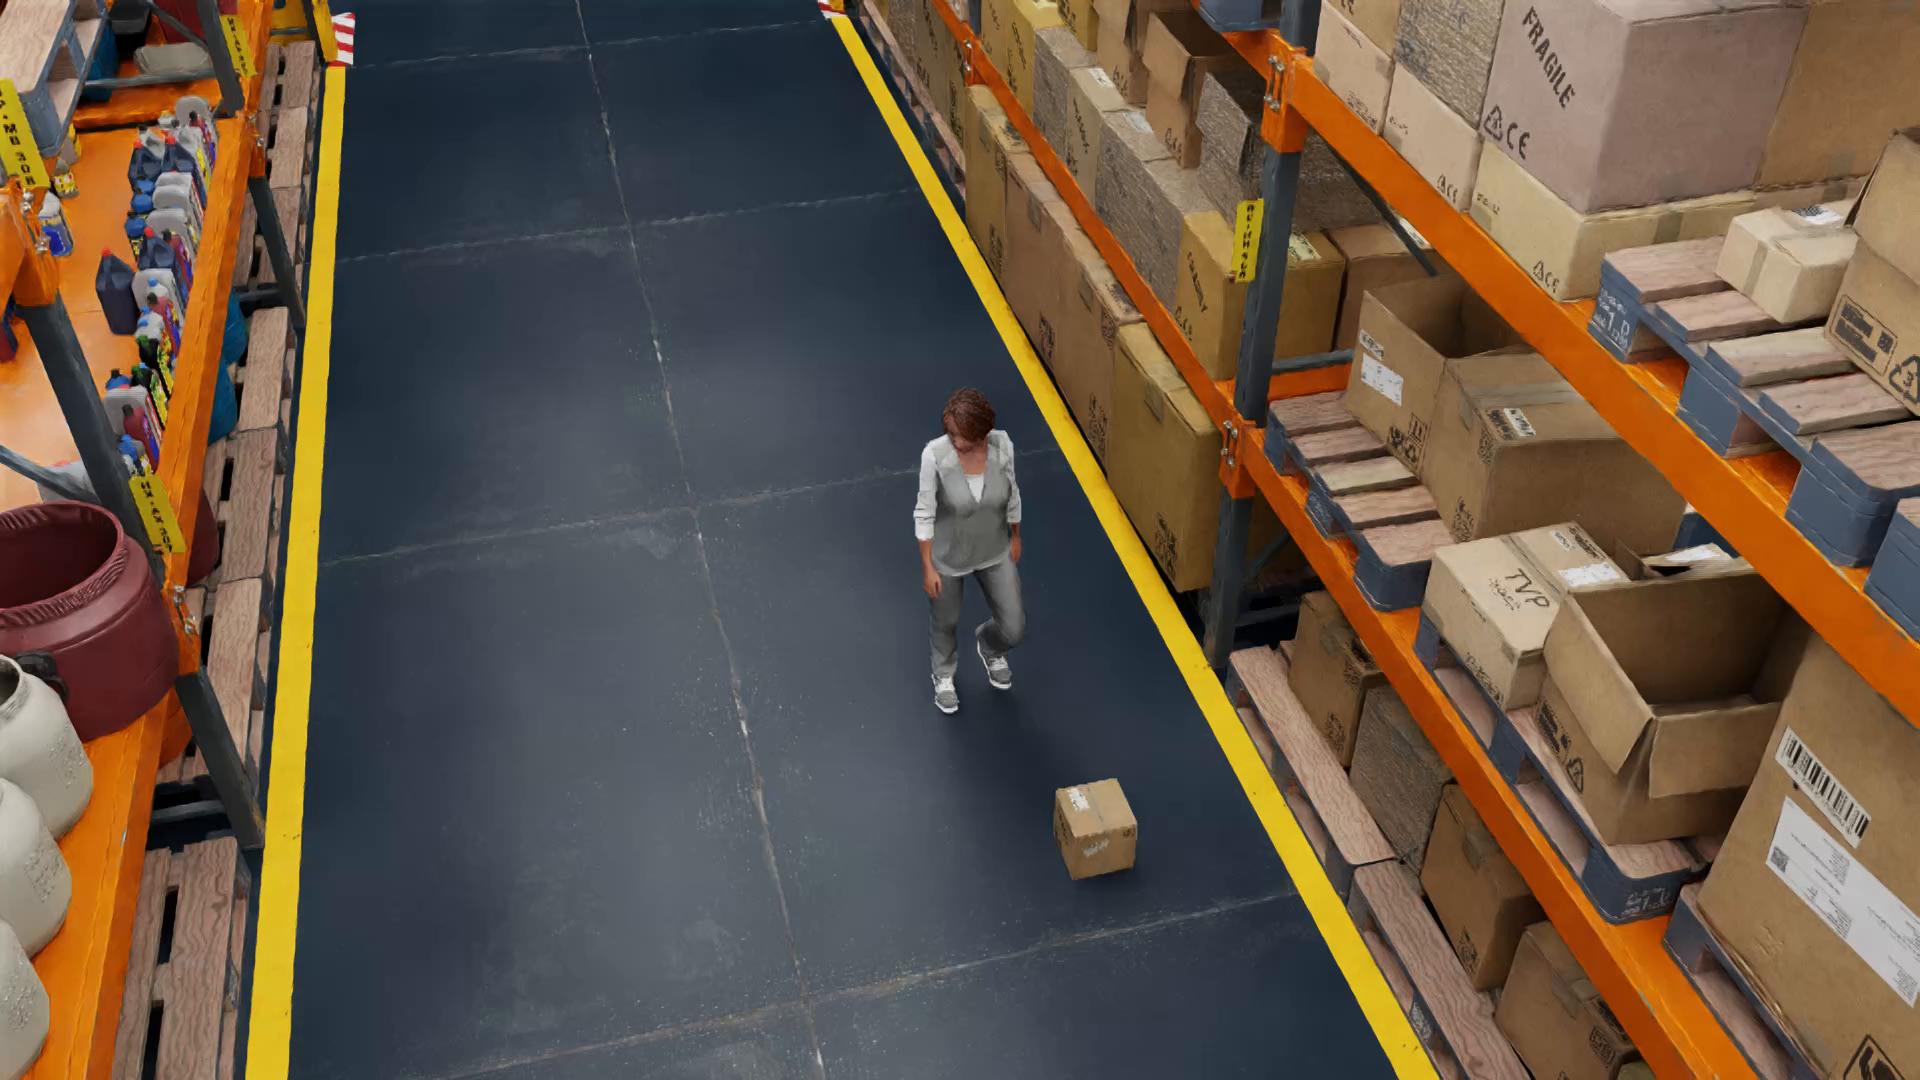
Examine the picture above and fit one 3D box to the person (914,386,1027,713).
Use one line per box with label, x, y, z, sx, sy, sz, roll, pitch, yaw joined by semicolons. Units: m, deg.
person;0.048;0.061;6.624;0.462;1.587;0.433;-12;40;-14
